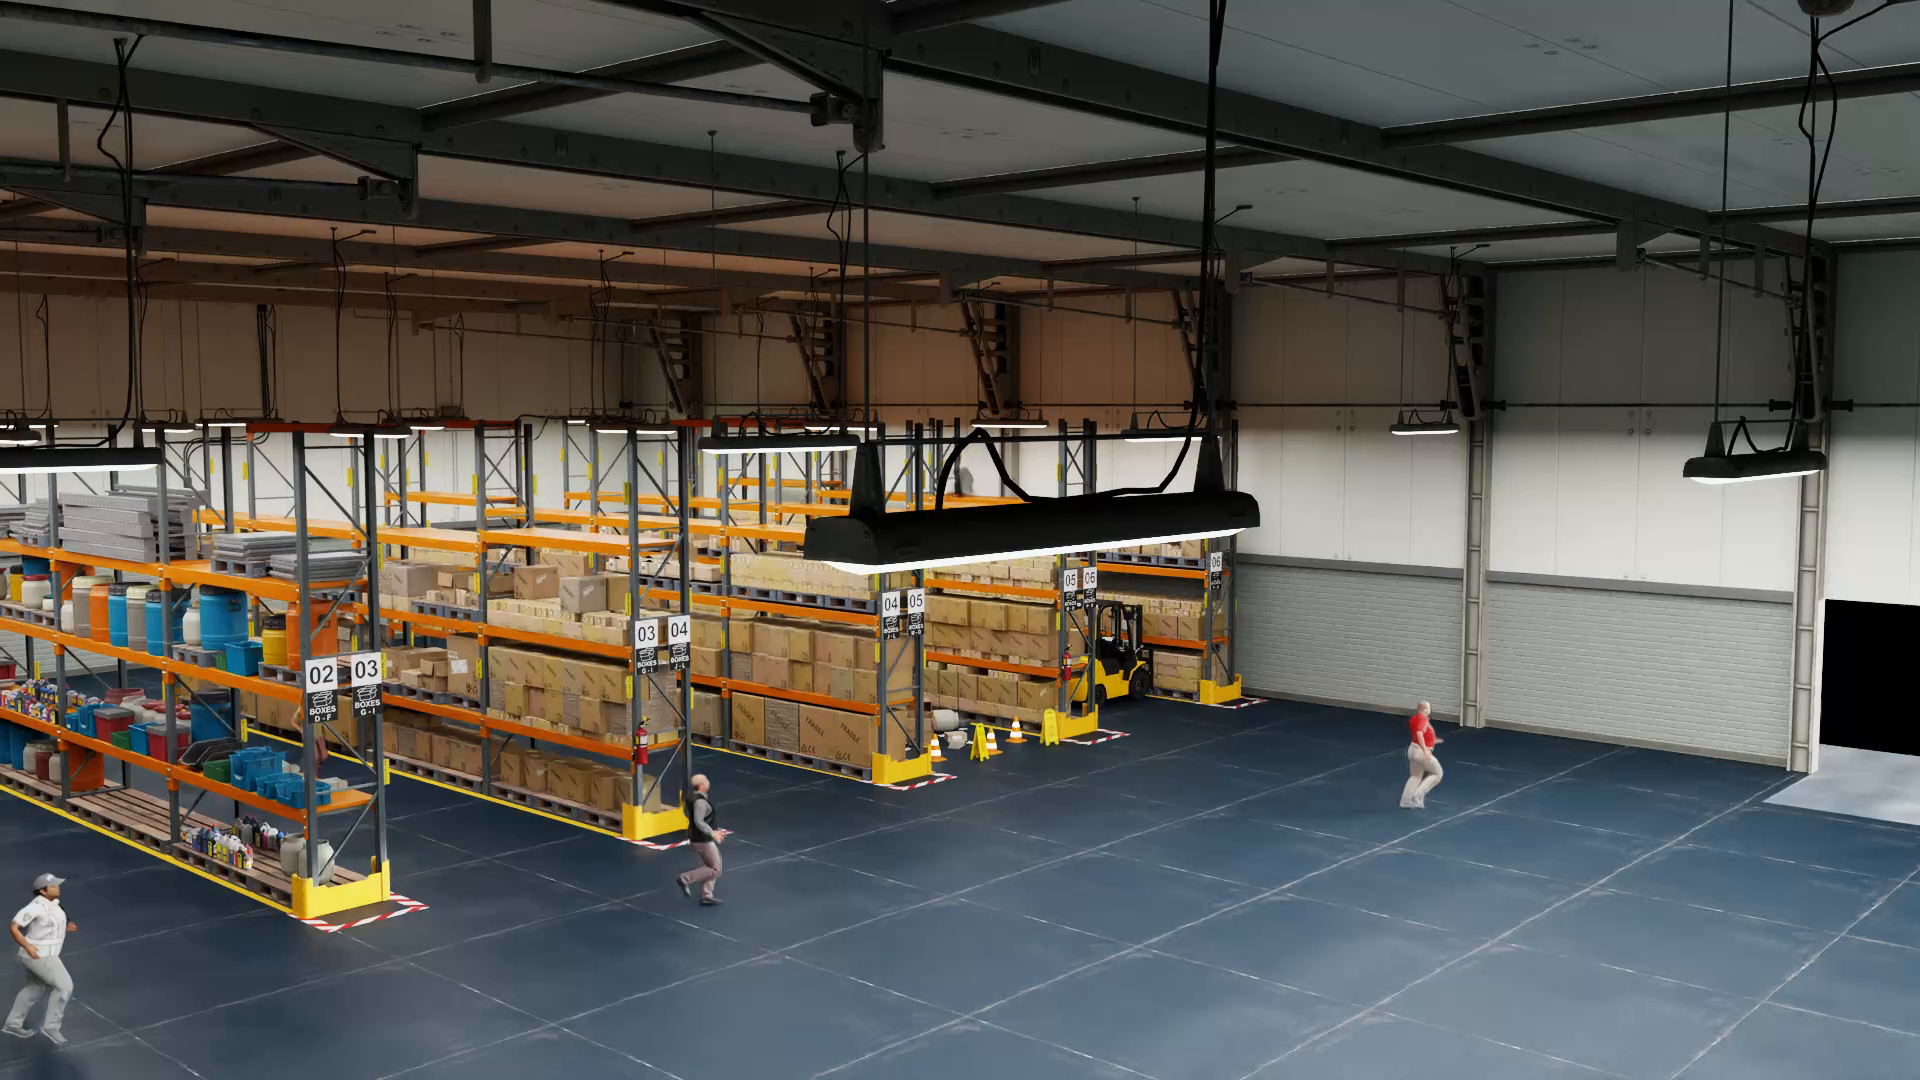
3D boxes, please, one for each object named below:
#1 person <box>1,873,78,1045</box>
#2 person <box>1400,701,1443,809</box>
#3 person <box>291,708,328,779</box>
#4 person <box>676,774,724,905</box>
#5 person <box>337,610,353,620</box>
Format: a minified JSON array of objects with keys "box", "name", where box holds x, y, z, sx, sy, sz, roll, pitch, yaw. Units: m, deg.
[{"box":[-9.151,4.165,16.528,0.699,1.720,0.611,-2,5,-18],"name":"person"},{"box":[7.252,3.355,25.990,0.741,1.685,0.638,-1,5,-15],"name":"person"},{"box":[-10.755,3.267,27.523,0.604,1.627,0.572,4,6,39],"name":"person"},{"box":[-3.304,3.791,20.973,0.625,1.692,0.669,-2,5,-22],"name":"person"},{"box":[-14.203,2.328,38.083,0.674,1.752,0.699,0,5,-1],"name":"person"}]
